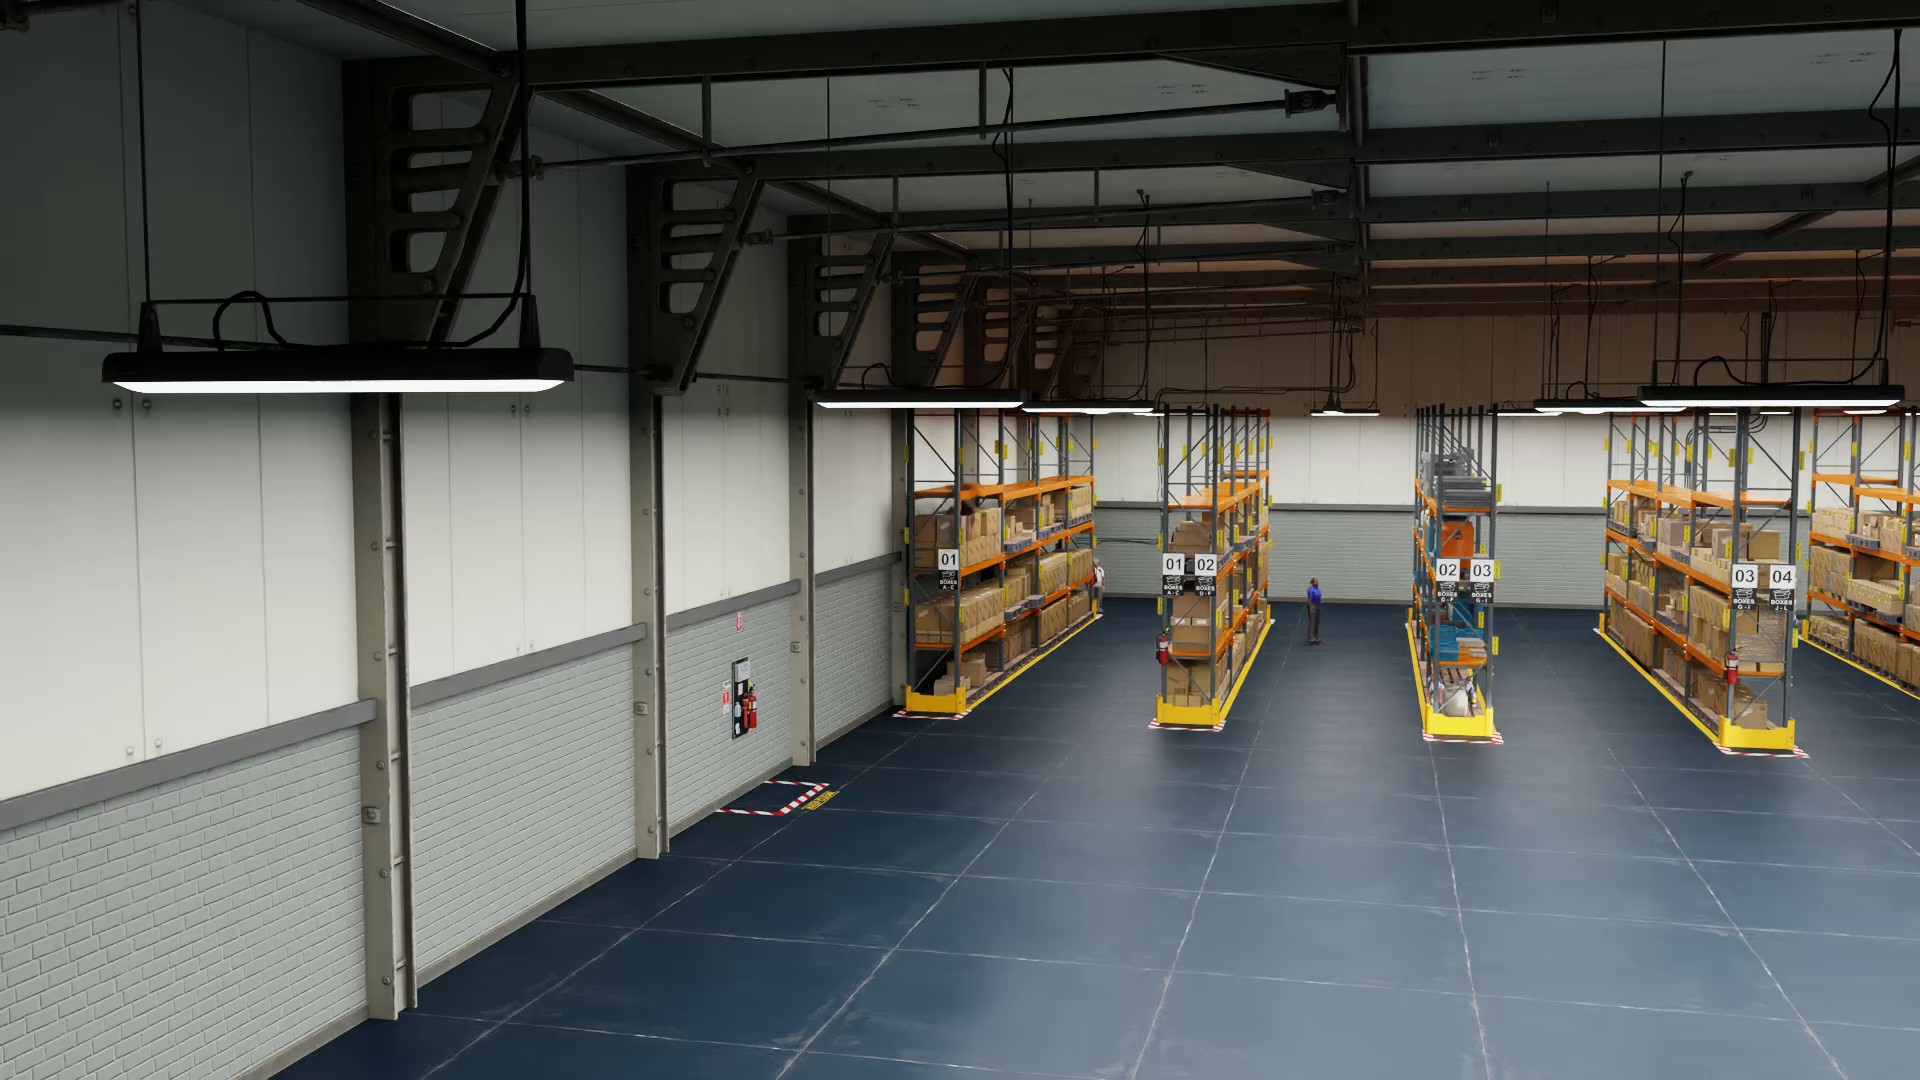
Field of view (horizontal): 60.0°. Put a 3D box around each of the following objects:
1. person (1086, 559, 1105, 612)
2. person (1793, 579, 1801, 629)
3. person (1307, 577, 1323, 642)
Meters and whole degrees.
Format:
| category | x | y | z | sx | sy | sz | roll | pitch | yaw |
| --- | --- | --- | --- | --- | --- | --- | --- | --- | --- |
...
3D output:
| category | x | y | z | sx | sy | sz | roll | pitch | yaw |
| --- | --- | --- | --- | --- | --- | --- | --- | --- | --- |
| person | 4.015 | 1.362 | 48.834 | 0.697 | 1.630 | 0.840 | -1 | 4 | -16 |
| person | 22.081 | 1.595 | 44.332 | 0.621 | 1.780 | 0.608 | -1 | 4 | -9 |
| person | 9.161 | 1.788 | 42.765 | 0.501 | 1.666 | 0.406 | -4 | 6 | -44 |
